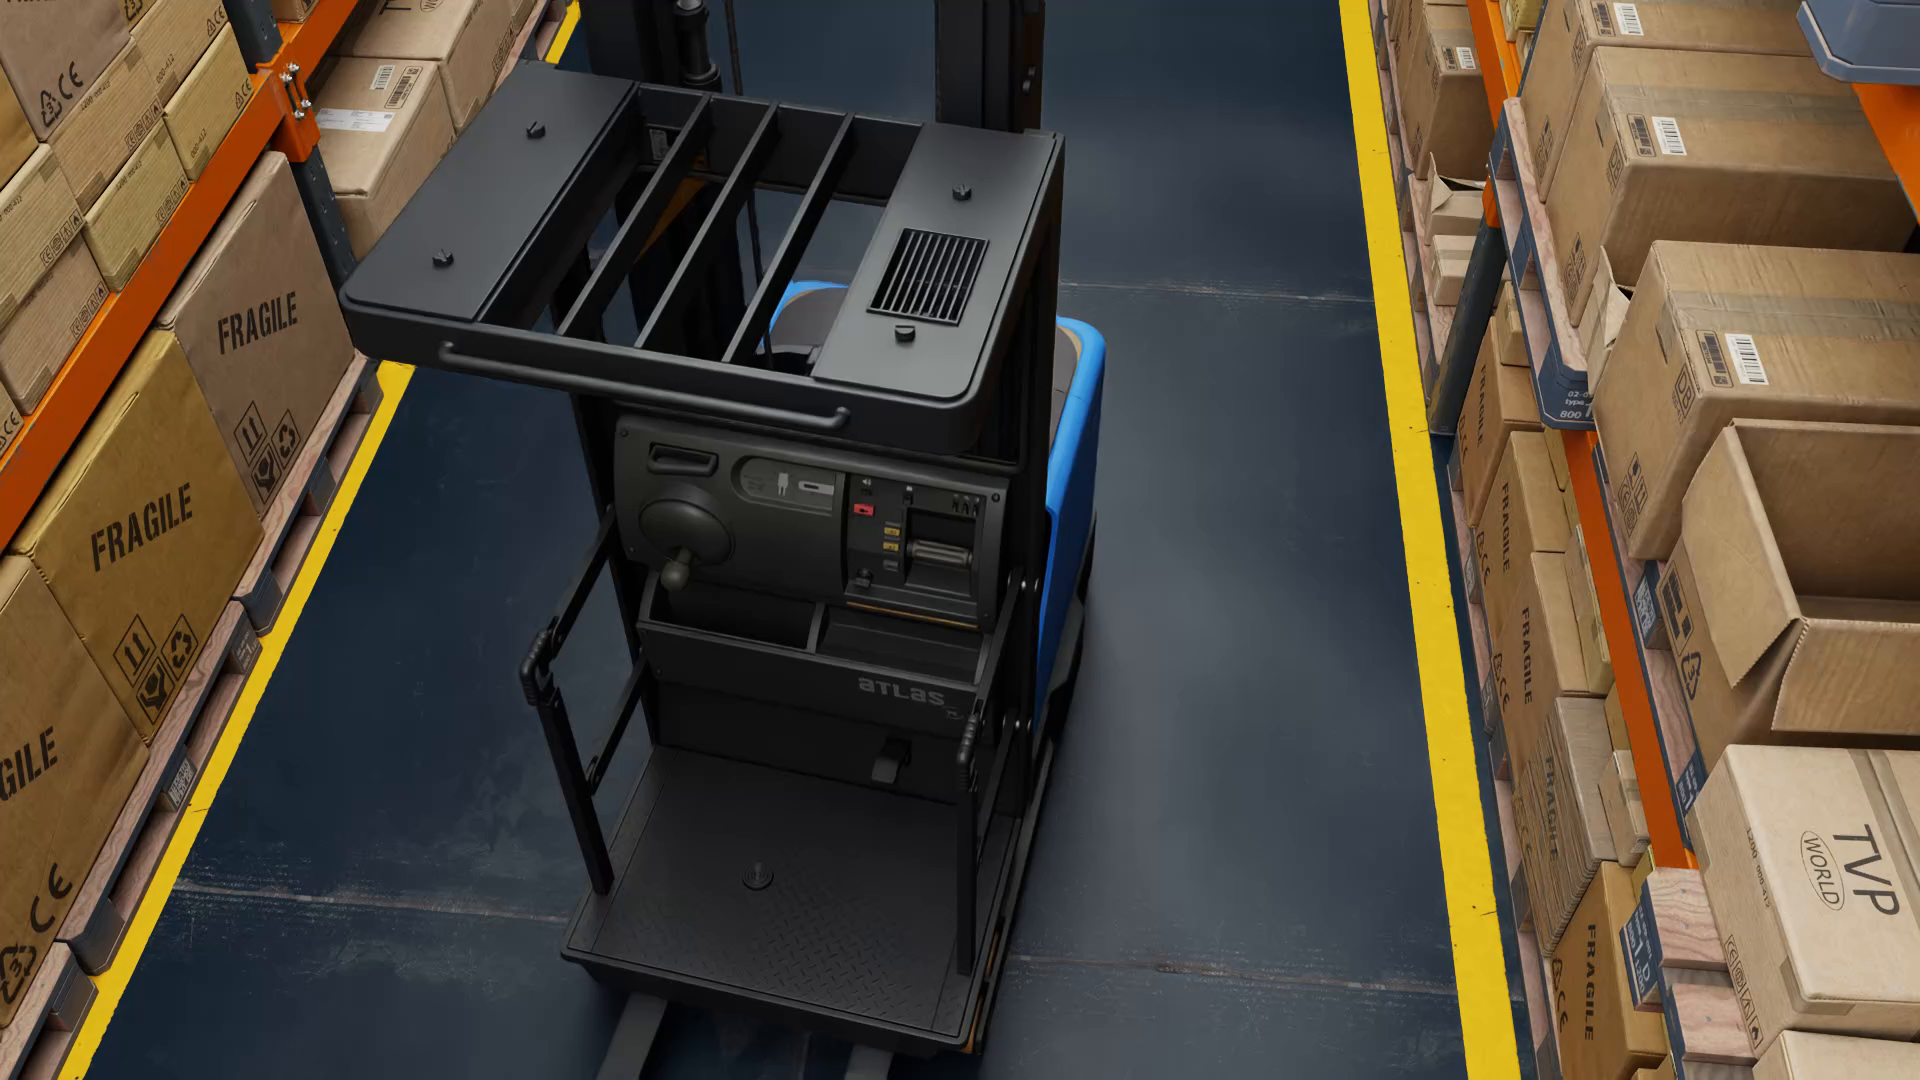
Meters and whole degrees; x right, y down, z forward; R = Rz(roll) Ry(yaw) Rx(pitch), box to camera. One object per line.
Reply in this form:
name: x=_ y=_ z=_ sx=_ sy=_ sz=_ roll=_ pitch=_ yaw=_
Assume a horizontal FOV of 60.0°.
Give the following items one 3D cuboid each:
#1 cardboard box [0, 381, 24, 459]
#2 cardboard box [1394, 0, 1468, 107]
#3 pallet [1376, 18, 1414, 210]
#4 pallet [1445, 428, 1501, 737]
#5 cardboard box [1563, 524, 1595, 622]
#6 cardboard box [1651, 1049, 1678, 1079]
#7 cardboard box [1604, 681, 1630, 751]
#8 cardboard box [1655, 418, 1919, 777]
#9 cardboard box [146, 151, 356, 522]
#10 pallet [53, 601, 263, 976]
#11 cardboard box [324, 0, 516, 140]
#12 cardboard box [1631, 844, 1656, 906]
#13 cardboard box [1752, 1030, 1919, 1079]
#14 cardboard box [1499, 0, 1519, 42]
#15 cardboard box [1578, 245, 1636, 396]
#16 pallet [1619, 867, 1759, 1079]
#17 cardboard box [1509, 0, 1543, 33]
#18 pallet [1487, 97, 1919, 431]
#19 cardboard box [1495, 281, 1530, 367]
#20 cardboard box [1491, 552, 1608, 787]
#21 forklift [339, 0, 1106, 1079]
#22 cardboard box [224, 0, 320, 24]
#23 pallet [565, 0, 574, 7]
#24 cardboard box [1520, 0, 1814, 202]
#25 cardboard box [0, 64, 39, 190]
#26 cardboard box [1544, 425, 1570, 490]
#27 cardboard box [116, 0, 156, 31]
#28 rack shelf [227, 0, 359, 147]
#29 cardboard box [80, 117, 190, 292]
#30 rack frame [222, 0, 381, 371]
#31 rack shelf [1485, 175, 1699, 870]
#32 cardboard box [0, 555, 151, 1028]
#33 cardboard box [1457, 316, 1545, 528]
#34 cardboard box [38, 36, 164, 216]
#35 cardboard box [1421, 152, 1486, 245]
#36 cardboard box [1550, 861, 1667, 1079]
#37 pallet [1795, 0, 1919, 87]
cardboard box: x=-2.663 y=-0.217 z=4.017 sx=0.500 sy=0.250 sz=0.500 roll=4 pitch=48 yaw=4
cardboard box: x=2.175 y=-2.194 z=7.133 sx=0.500 sy=0.500 sz=0.500 roll=5 pitch=48 yaw=4
pallet: x=2.398 y=-1.869 z=7.317 sx=1.003 sy=0.211 sz=1.213 roll=4 pitch=48 yaw=4
pallet: x=2.189 y=0.135 z=5.484 sx=1.003 sy=0.211 sz=1.213 roll=4 pitch=48 yaw=4
cardboard box: x=1.896 y=0.103 z=4.592 sx=0.380 sy=0.149 sz=0.250 roll=4 pitch=48 yaw=3
cardboard box: x=1.716 y=1.242 z=3.551 sx=0.380 sy=0.149 sz=0.250 roll=2 pitch=48 yaw=2
cardboard box: x=1.876 y=0.486 z=4.243 sx=0.380 sy=0.149 sz=0.250 roll=4 pitch=48 yaw=4
cardboard box: x=1.825 y=0.144 z=3.231 sx=0.797 sy=0.503 sz=0.637 roll=3 pitch=48 yaw=3
cardboard box: x=-2.695 y=-0.702 z=5.514 sx=0.875 sy=0.875 sz=0.875 roll=5 pitch=48 yaw=5
pallet: x=-2.822 y=0.674 z=4.990 sx=1.003 sy=0.211 sz=1.213 roll=4 pitch=48 yaw=4
cardboard box: x=-2.473 y=-2.127 z=7.114 sx=0.875 sy=0.438 sz=0.875 roll=3 pitch=48 yaw=2
cardboard box: x=1.807 y=0.868 z=3.893 sx=0.380 sy=0.149 sz=0.250 roll=3 pitch=48 yaw=3
cardboard box: x=1.539 y=0.967 z=2.718 sx=0.380 sy=0.149 sz=0.250 roll=5 pitch=48 yaw=4
cardboard box: x=2.005 y=-1.766 z=5.503 sx=0.380 sy=0.149 sz=0.250 roll=5 pitch=48 yaw=5
cardboard box: x=1.717 y=-0.508 z=3.988 sx=0.396 sy=0.266 sz=0.258 roll=6 pitch=48 yaw=5
pallet: x=1.853 y=1.094 z=2.846 sx=1.213 sy=0.211 sz=1.003 roll=4 pitch=48 yaw=4
cardboard box: x=2.029 y=-1.847 z=5.307 sx=0.500 sy=0.250 sz=0.500 roll=5 pitch=48 yaw=5
pallet: x=2.044 y=-0.762 z=4.544 sx=1.003 sy=0.211 sz=1.213 roll=4 pitch=48 yaw=4
cardboard box: x=1.928 y=-0.678 z=5.307 sx=0.380 sy=0.149 sz=0.250 roll=6 pitch=48 yaw=5
cardboard box: x=1.869 y=0.394 z=4.766 sx=0.500 sy=0.500 sz=0.500 roll=3 pitch=48 yaw=2
forklift: x=-0.403 y=0.070 z=3.700 sx=1.130 sy=2.935 sz=3.031 roll=10 pitch=48 yaw=9
cardboard box: x=-2.414 y=-2.099 z=5.569 sx=0.500 sy=0.500 sz=0.500 roll=5 pitch=48 yaw=5
pallet: x=-2.348 y=-3.143 z=8.482 sx=1.003 sy=0.211 sz=1.213 roll=4 pitch=48 yaw=4
cardboard box: x=1.959 y=-1.242 z=4.501 sx=0.700 sy=0.500 sz=0.500 roll=5 pitch=48 yaw=5
cardboard box: x=-2.614 y=-1.012 z=3.897 sx=0.500 sy=0.500 sz=0.500 roll=5 pitch=48 yaw=5
cardboard box: x=1.968 y=-0.280 z=4.943 sx=0.380 sy=0.149 sz=0.250 roll=2 pitch=48 yaw=2
cardboard box: x=-2.509 y=-1.764 z=4.585 sx=0.500 sy=0.500 sz=0.500 roll=5 pitch=48 yaw=5
rack shelf: x=-2.536 y=-2.965 z=6.916 sx=1.077 sy=0.370 sz=4.000 roll=4 pitch=48 yaw=4
cardboard box: x=-2.555 y=-0.967 z=4.703 sx=0.500 sy=0.250 sz=0.500 roll=3 pitch=48 yaw=3
rack frame: x=-2.718 y=-1.738 z=5.307 sx=1.000 sy=3.000 sz=0.127 roll=4 pitch=48 yaw=4
rack shelf: x=2.043 y=0.306 z=3.925 sx=1.077 sy=0.370 sz=4.000 roll=4 pitch=48 yaw=4
cardboard box: x=-2.851 y=0.620 z=4.306 sx=0.875 sy=0.875 sz=0.875 roll=4 pitch=48 yaw=4
cardboard box: x=1.957 y=-0.365 z=5.460 sx=0.500 sy=0.500 sz=0.500 roll=6 pitch=48 yaw=5
cardboard box: x=-2.554 y=-1.148 z=4.530 sx=0.500 sy=0.250 sz=0.500 roll=5 pitch=48 yaw=4
cardboard box: x=2.016 y=-1.317 z=6.490 sx=0.396 sy=0.266 sz=0.258 roll=5 pitch=48 yaw=5
cardboard box: x=1.786 y=1.157 z=4.068 sx=0.500 sy=0.500 sz=0.500 roll=6 pitch=48 yaw=5
pallet: x=2.005 y=-1.119 z=2.835 sx=1.213 sy=0.211 sz=1.003 roll=4 pitch=48 yaw=4
